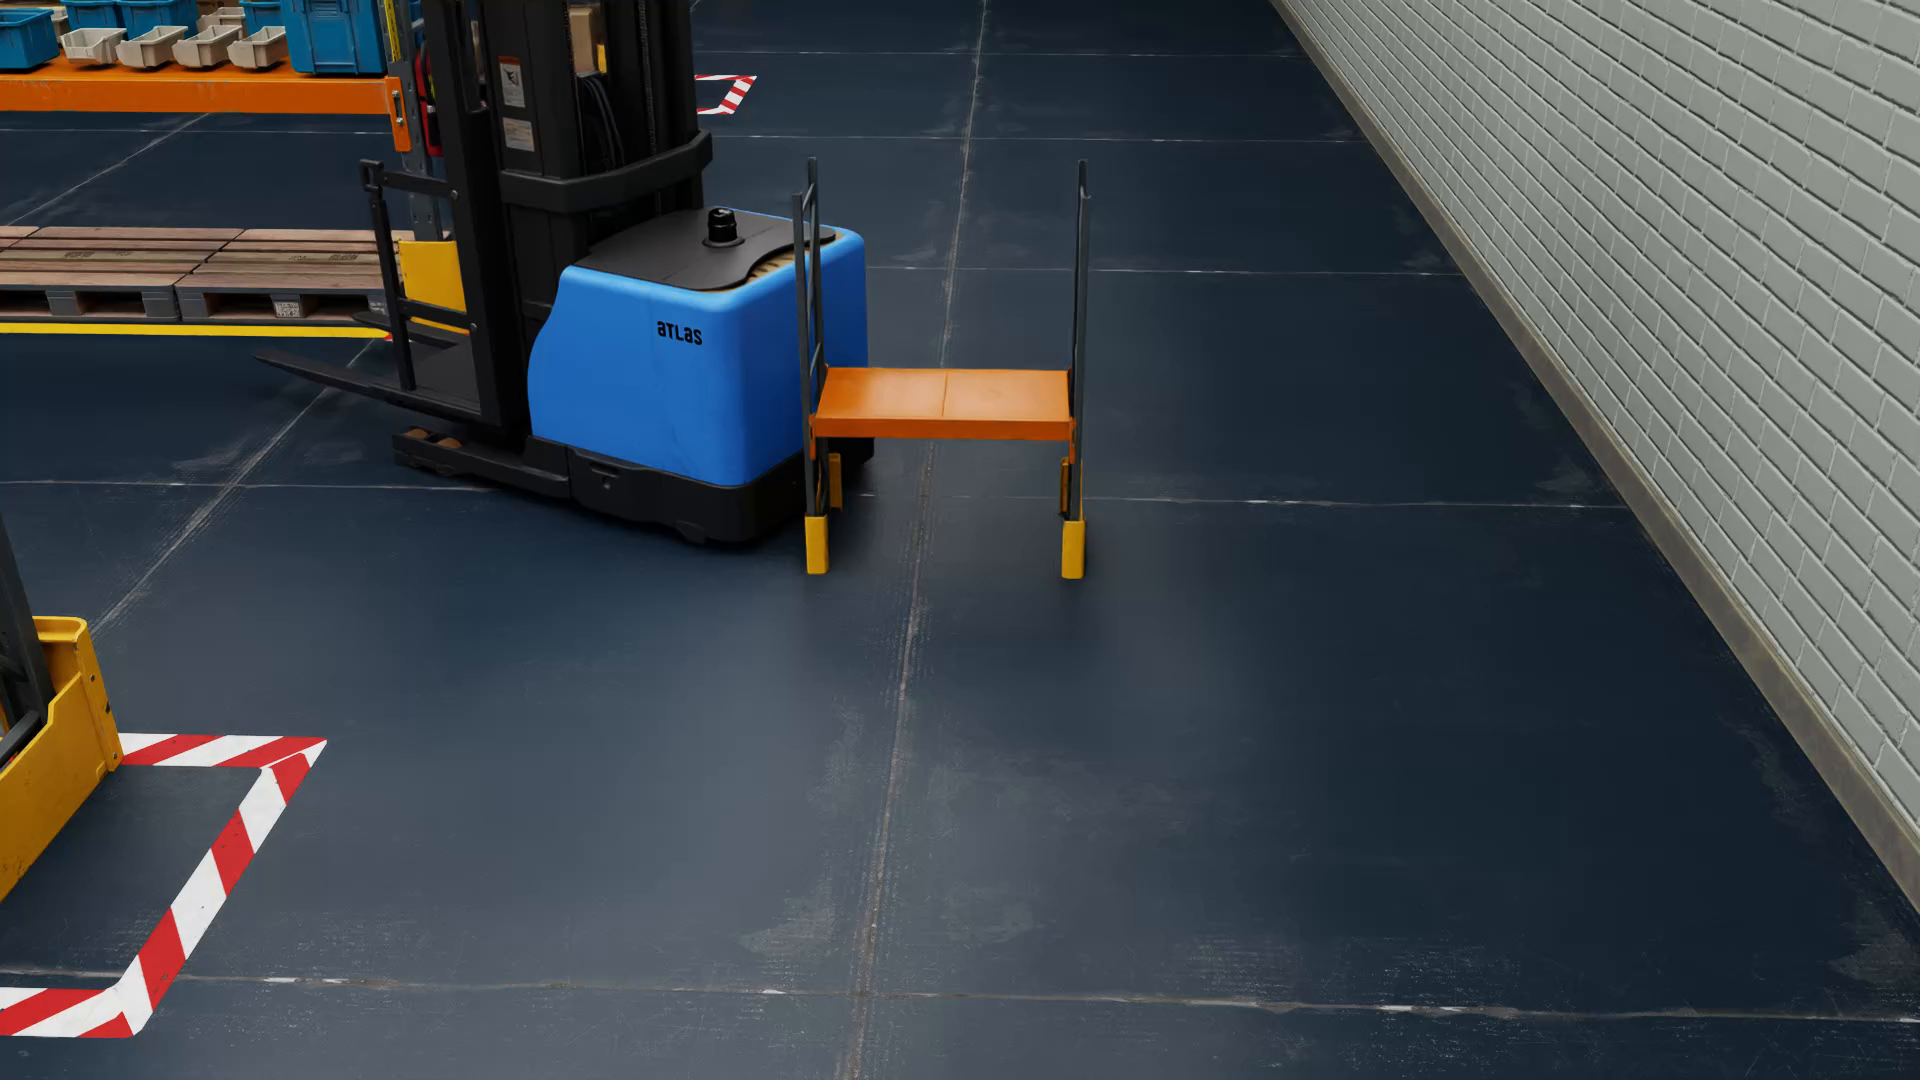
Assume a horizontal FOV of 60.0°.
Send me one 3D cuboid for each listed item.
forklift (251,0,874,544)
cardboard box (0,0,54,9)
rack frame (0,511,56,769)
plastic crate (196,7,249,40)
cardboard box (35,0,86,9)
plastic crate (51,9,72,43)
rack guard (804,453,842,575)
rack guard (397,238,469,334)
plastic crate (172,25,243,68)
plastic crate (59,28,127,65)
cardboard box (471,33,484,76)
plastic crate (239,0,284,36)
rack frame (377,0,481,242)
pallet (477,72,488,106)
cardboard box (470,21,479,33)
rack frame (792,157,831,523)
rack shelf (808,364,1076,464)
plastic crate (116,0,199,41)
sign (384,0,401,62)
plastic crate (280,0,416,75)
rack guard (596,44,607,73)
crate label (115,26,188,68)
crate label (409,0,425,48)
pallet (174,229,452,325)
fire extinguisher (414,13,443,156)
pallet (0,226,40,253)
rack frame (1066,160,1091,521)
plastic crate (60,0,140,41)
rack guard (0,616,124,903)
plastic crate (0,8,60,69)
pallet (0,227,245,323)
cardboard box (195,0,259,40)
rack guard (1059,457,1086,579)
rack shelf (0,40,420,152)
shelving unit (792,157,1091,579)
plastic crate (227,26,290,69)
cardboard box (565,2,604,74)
[{"bbox_3d":[-1.913,-1.769,6.957,3.031,2.935,1.130,15,31,26],"label":"forklift"},{"bbox_3d":[-7.575,-4.048,13.382,0.500,0.500,0.500,1,28,2],"label":"cardboard box"},{"bbox_3d":[-2.934,-0.369,4.243,0.127,3.000,1.000,1,28,2],"label":"rack frame"},{"bbox_3d":[-3.990,-2.810,9.067,0.298,0.136,0.250,1,28,2],"label":"plastic crate"},{"bbox_3d":[-7.082,-4.036,13.359,0.500,0.500,0.500,1,28,2],"label":"cardboard box"},{"bbox_3d":[-5.006,-2.775,9.000,0.466,0.136,0.293,1,28,2],"label":"plastic crate"},{"bbox_3d":[-0.546,-0.112,6.695,0.087,0.250,0.587,1,28,2],"label":"rack guard"},{"bbox_3d":[-2.735,-1.588,9.212,0.348,0.500,1.175,1,28,2],"label":"rack guard"},{"bbox_3d":[-3.870,-2.537,8.551,0.243,0.136,0.396,1,28,2],"label":"plastic crate"},{"bbox_3d":[-4.446,-2.527,8.531,0.250,0.136,0.298,1,28,2],"label":"plastic crate"},{"bbox_3d":[-4.081,-3.908,13.386,0.500,0.250,0.500,1,28,2],"label":"cardboard box"},{"bbox_3d":[-3.652,-2.809,8.960,0.300,0.233,0.416,1,28,2],"label":"plastic crate"},{"bbox_3d":[-2.759,-2.687,8.616,0.127,3.000,1.000,1,28,2],"label":"rack frame"},{"bbox_3d":[-3.454,-3.787,13.669,1.213,0.211,1.003,1,28,2],"label":"pallet"},{"bbox_3d":[-4.114,-4.143,13.829,0.500,0.250,0.500,1,28,2],"label":"cardboard box"},{"bbox_3d":[-0.566,-0.665,6.403,0.032,1.500,0.500,1,28,2],"label":"rack frame"},{"bbox_3d":[-0.058,-0.497,6.470,1.000,0.185,0.538,1,28,2],"label":"rack shelf"},{"bbox_3d":[-4.310,-2.820,8.981,0.300,0.233,0.416,1,28,2],"label":"plastic crate"},{"bbox_3d":[-2.763,-2.501,8.092,0.005,0.325,0.100,1,28,2],"label":"sign"},{"bbox_3d":[-3.101,-2.647,8.439,0.499,0.435,0.616,1,28,2],"label":"plastic crate"},{"bbox_3d":[-2.657,-3.902,13.578,0.348,0.500,1.175,1,28,2],"label":"rack guard"},{"bbox_3d":[-4.149,-2.530,8.538,0.243,0.136,0.396,1,28,2],"label":"crate label"},{"bbox_3d":[-2.994,-2.798,8.940,0.303,0.233,0.416,1,28,2],"label":"crate label"},{"bbox_3d":[-3.582,-1.487,9.329,1.213,0.211,1.003,1,28,2],"label":"pallet"},{"bbox_3d":[-2.625,-2.273,8.316,0.183,0.674,0.296,1,28,2],"label":"fire extinguisher"},{"bbox_3d":[-6.021,-1.527,9.405,1.213,0.211,1.003,1,28,2],"label":"pallet"},{"bbox_3d":[0.450,-0.647,6.369,0.032,1.500,0.500,1,28,2],"label":"rack frame"},{"bbox_3d":[-4.610,-2.824,8.990,0.300,0.233,0.416,1,28,2],"label":"plastic crate"},{"bbox_3d":[-2.910,0.736,4.828,0.348,0.500,1.175,1,28,2],"label":"rack guard"},{"bbox_3d":[-4.821,-2.553,8.479,0.300,0.233,0.416,1,28,2],"label":"plastic crate"},{"bbox_3d":[-4.798,-1.508,9.370,1.213,0.211,1.003,1,28,2],"label":"pallet"},{"bbox_3d":[-5.999,-4.285,13.830,0.500,0.500,0.500,1,28,2],"label":"cardboard box"},{"bbox_3d":[0.449,-0.095,6.662,0.087,0.250,0.587,1,28,2],"label":"rack guard"},{"bbox_3d":[-4.758,-2.402,8.847,4.000,0.370,1.077,1,28,2],"label":"rack shelf"},{"bbox_3d":[-0.049,-0.656,6.386,1.083,1.500,0.587,1,28,2],"label":"shelving unit"},{"bbox_3d":[-3.581,-2.526,8.529,0.243,0.136,0.396,1,28,2],"label":"plastic crate"},{"bbox_3d":[-3.133,-3.989,13.272,0.500,0.500,0.500,1,28,2],"label":"cardboard box"}]
